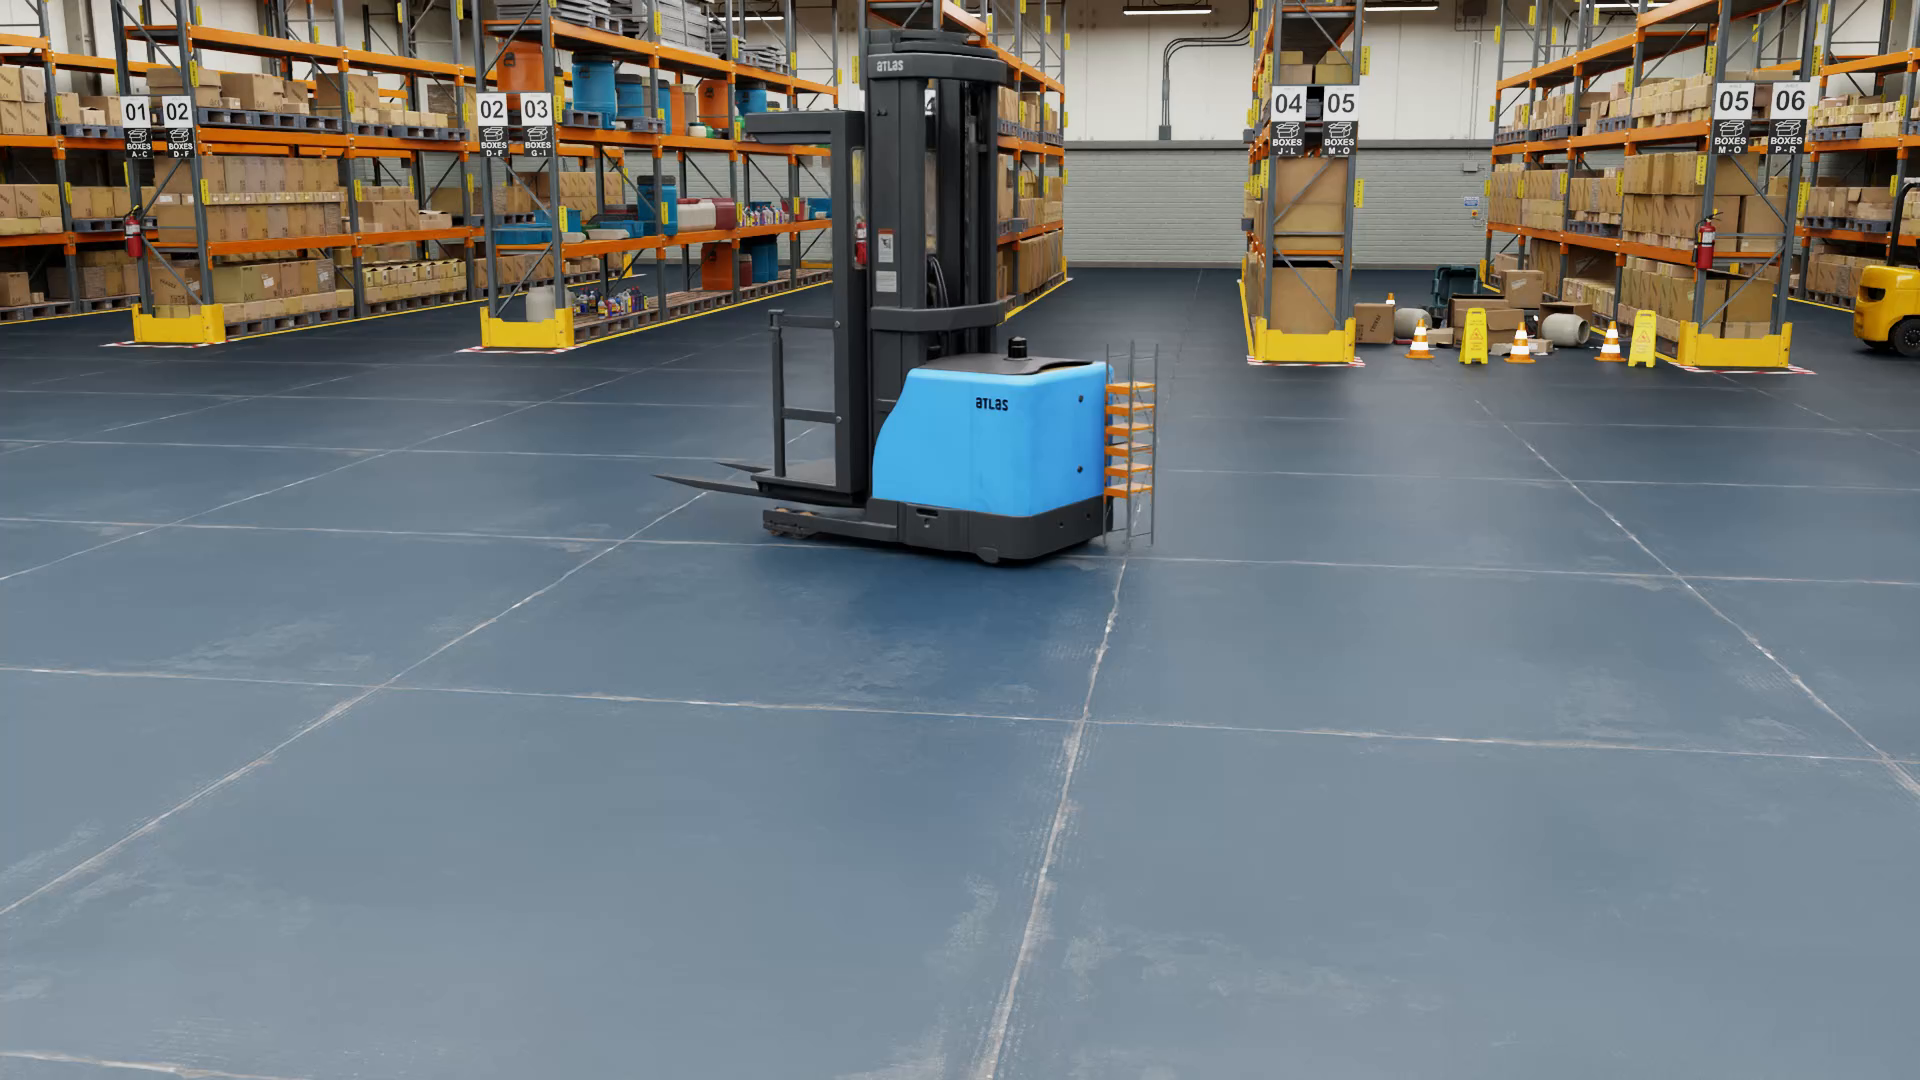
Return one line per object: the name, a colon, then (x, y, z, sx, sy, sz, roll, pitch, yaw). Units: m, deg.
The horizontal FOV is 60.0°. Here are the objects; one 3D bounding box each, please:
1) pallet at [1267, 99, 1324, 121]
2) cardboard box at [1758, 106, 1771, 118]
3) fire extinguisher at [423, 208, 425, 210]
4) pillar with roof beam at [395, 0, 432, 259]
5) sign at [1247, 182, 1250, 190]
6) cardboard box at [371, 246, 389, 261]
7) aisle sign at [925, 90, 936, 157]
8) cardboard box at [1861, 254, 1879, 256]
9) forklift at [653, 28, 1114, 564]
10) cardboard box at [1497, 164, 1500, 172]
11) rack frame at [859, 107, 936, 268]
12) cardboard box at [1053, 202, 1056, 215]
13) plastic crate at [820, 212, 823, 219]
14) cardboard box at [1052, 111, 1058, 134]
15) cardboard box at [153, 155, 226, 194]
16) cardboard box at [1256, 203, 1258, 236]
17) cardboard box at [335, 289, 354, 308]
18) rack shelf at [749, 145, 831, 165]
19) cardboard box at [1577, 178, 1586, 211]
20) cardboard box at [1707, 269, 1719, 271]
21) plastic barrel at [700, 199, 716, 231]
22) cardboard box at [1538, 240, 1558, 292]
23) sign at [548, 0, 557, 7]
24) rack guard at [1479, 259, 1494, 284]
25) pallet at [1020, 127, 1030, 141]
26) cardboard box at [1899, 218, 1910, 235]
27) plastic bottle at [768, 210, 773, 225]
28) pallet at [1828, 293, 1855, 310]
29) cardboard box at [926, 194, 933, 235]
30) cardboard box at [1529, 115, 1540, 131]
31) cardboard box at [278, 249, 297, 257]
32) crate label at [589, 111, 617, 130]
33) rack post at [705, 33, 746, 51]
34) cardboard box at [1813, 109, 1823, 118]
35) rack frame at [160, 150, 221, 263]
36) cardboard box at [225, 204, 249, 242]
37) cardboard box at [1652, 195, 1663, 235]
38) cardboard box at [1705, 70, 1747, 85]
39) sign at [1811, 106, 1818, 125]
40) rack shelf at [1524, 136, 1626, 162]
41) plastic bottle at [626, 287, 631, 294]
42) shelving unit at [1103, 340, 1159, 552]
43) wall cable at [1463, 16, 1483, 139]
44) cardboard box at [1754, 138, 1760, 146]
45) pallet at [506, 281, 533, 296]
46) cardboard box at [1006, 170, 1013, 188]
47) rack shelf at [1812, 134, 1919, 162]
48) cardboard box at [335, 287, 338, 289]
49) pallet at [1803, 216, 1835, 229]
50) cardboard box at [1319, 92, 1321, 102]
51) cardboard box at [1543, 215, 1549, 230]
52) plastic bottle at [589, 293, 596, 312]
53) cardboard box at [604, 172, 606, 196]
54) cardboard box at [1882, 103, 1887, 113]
pallet: (4.261, -5.228, 20.221, 1.003, 0.211, 1.213, 2, 12, 9)
cardboard box: (9.436, -4.913, 19.145, 0.380, 0.149, 0.250, 2, 12, 9)
fire extinguisher: (-12.471, -7.440, 38.466, 0.296, 0.674, 0.183, 2, 12, 9)
pillar with roof beam: (-9.136, -11.027, 39.801, 9.100, 9.000, 0.548, 2, 12, 9)
sign: (5.466, -6.587, 31.384, 0.100, 0.325, 0.005, 2, 12, 9)
cardboard box: (-13.113, -6.269, 36.901, 0.700, 0.500, 0.500, 1, 12, 7)
aisle sign: (-0.441, -5.080, 20.274, 0.394, 0.787, 0.004, 2, 12, 9)
cardboard box: (15.966, -4.903, 29.021, 0.380, 0.149, 0.250, 1, 12, 6)
forklift: (-0.588, -1.519, 10.083, 3.031, 2.935, 1.130, 8, 15, 34)
cardboard box: (11.074, -7.524, 33.635, 0.380, 0.149, 0.250, 2, 12, 10)
rack frame: (-0.728, -3.832, 20.653, 1.000, 3.000, 0.127, 2, 12, 9)
cardboard box: (1.688, -6.805, 34.099, 0.500, 0.250, 0.500, 2, 12, 9)
plastic crate: (-3.167, -6.988, 35.782, 0.396, 0.136, 0.243, 2, 12, 9)
cardboard box: (1.706, -8.822, 35.216, 0.700, 0.500, 0.500, 1, 12, 5)
cardboard box: (-10.423, -4.944, 22.499, 0.700, 0.500, 0.500, 2, 12, 9)
cardboard box: (4.667, -4.754, 24.695, 0.500, 0.500, 0.500, 2, 12, 8)
cardboard box: (-9.756, -3.744, 25.775, 0.500, 0.250, 0.500, 2, 12, 9)
rack shelf: (-3.469, -8.021, 34.681, 1.077, 0.370, 4.000, 2, 12, 9)
cardboard box: (9.924, -5.381, 25.900, 0.500, 0.500, 0.500, 3, 12, 12)
cardboard box: (9.777, -3.333, 22.090, 0.500, 0.500, 0.500, 2, 12, 10)
plastic barrel: (-4.339, -5.491, 28.088, 0.421, 0.512, 0.421, 0, 12, 0)
cardboard box: (10.762, -4.855, 29.450, 0.875, 0.875, 0.875, 2, 12, 10)
sign: (-5.079, -6.804, 20.701, 0.100, 0.325, 0.005, 2, 12, 9)
rack guard: (11.529, -5.624, 34.905, 1.175, 0.500, 0.348, 2, 12, 9)
pallet: (0.549, -7.007, 28.715, 1.213, 0.211, 1.003, 2, 12, 11)
cardboard box: (14.890, -4.858, 25.772, 0.500, 0.250, 0.500, 2, 12, 9)
plastic bottle: (-3.651, -6.156, 31.733, 0.152, 0.276, 0.135, 2, 12, 9)
pallet: (15.542, -4.060, 28.332, 1.003, 0.211, 1.213, 2, 12, 9)
cardboard box: (-0.616, -4.140, 21.139, 0.875, 0.500, 0.500, 2, 12, 9)
cardboard box: (10.487, -7.522, 29.978, 0.396, 0.266, 0.258, 2, 12, 8)
cardboard box: (-13.671, -5.641, 33.154, 0.750, 0.750, 0.750, 2, 12, 10)
crate label: (-5.008, -5.765, 22.856, 0.502, 0.251, 0.408, 2, 12, 9)
rack post: (-4.321, -8.705, 29.207, 0.954, 0.300, 0.937, 2, 12, 9)
cardboard box: (15.336, -7.544, 29.414, 0.380, 0.149, 0.250, 2, 12, 10)
rack frame: (-14.181, -5.979, 30.615, 1.000, 3.000, 0.127, 2, 12, 9)
cardboard box: (-10.355, -4.409, 23.093, 0.700, 0.500, 0.500, 2, 12, 10)
cardboard box: (9.134, -4.140, 21.140, 0.500, 0.500, 0.500, 2, 12, 9)
cardboard box: (8.824, -5.324, 19.161, 0.380, 0.149, 0.250, 2, 12, 9)
sign: (15.278, -7.584, 29.716, 0.100, 0.325, 0.005, 2, 12, 9)
rack shelf: (10.602, -6.707, 28.582, 1.077, 0.370, 4.000, 2, 12, 9)
plastic bottle: (-4.963, -3.606, 24.851, 0.144, 0.351, 0.185, 2, 12, 9)
shelving unit: (0.991, -0.546, 9.678, 0.258, 1.200, 0.189, -11, 17, -42)
wall cable: (12.121, -10.967, 39.523, 0.463, 3.000, 0.029, 2, 12, 9)
cardboard box: (16.151, -7.966, 33.313, 0.380, 0.149, 0.250, 2, 12, 10)
pallet: (-8.943, -4.863, 32.058, 1.003, 0.211, 1.213, 2, 12, 9)
cardboard box: (0.631, -6.188, 28.968, 0.797, 0.503, 0.637, 2, 12, 11)
rack shelf: (15.507, -6.547, 27.840, 1.077, 0.370, 4.000, 2, 12, 9)
cardboard box: (-10.123, -3.943, 26.700, 0.500, 0.250, 0.500, 2, 12, 8)
pallet: (15.584, -5.592, 29.277, 1.003, 0.211, 1.213, 2, 12, 9)
cardboard box: (4.682, -5.519, 20.724, 0.380, 0.149, 0.250, 2, 12, 9)
cardboard box: (10.272, -5.428, 28.414, 0.500, 0.250, 0.500, 2, 12, 8)
plastic bottle: (-5.444, -3.518, 24.627, 0.097, 0.271, 0.097, 0, 12, 0)
cardboard box: (-8.004, -7.707, 36.024, 0.500, 0.500, 0.500, 2, 12, 10)
cardboard box: (15.177, -6.990, 26.893, 0.380, 0.149, 0.250, 2, 12, 8)
